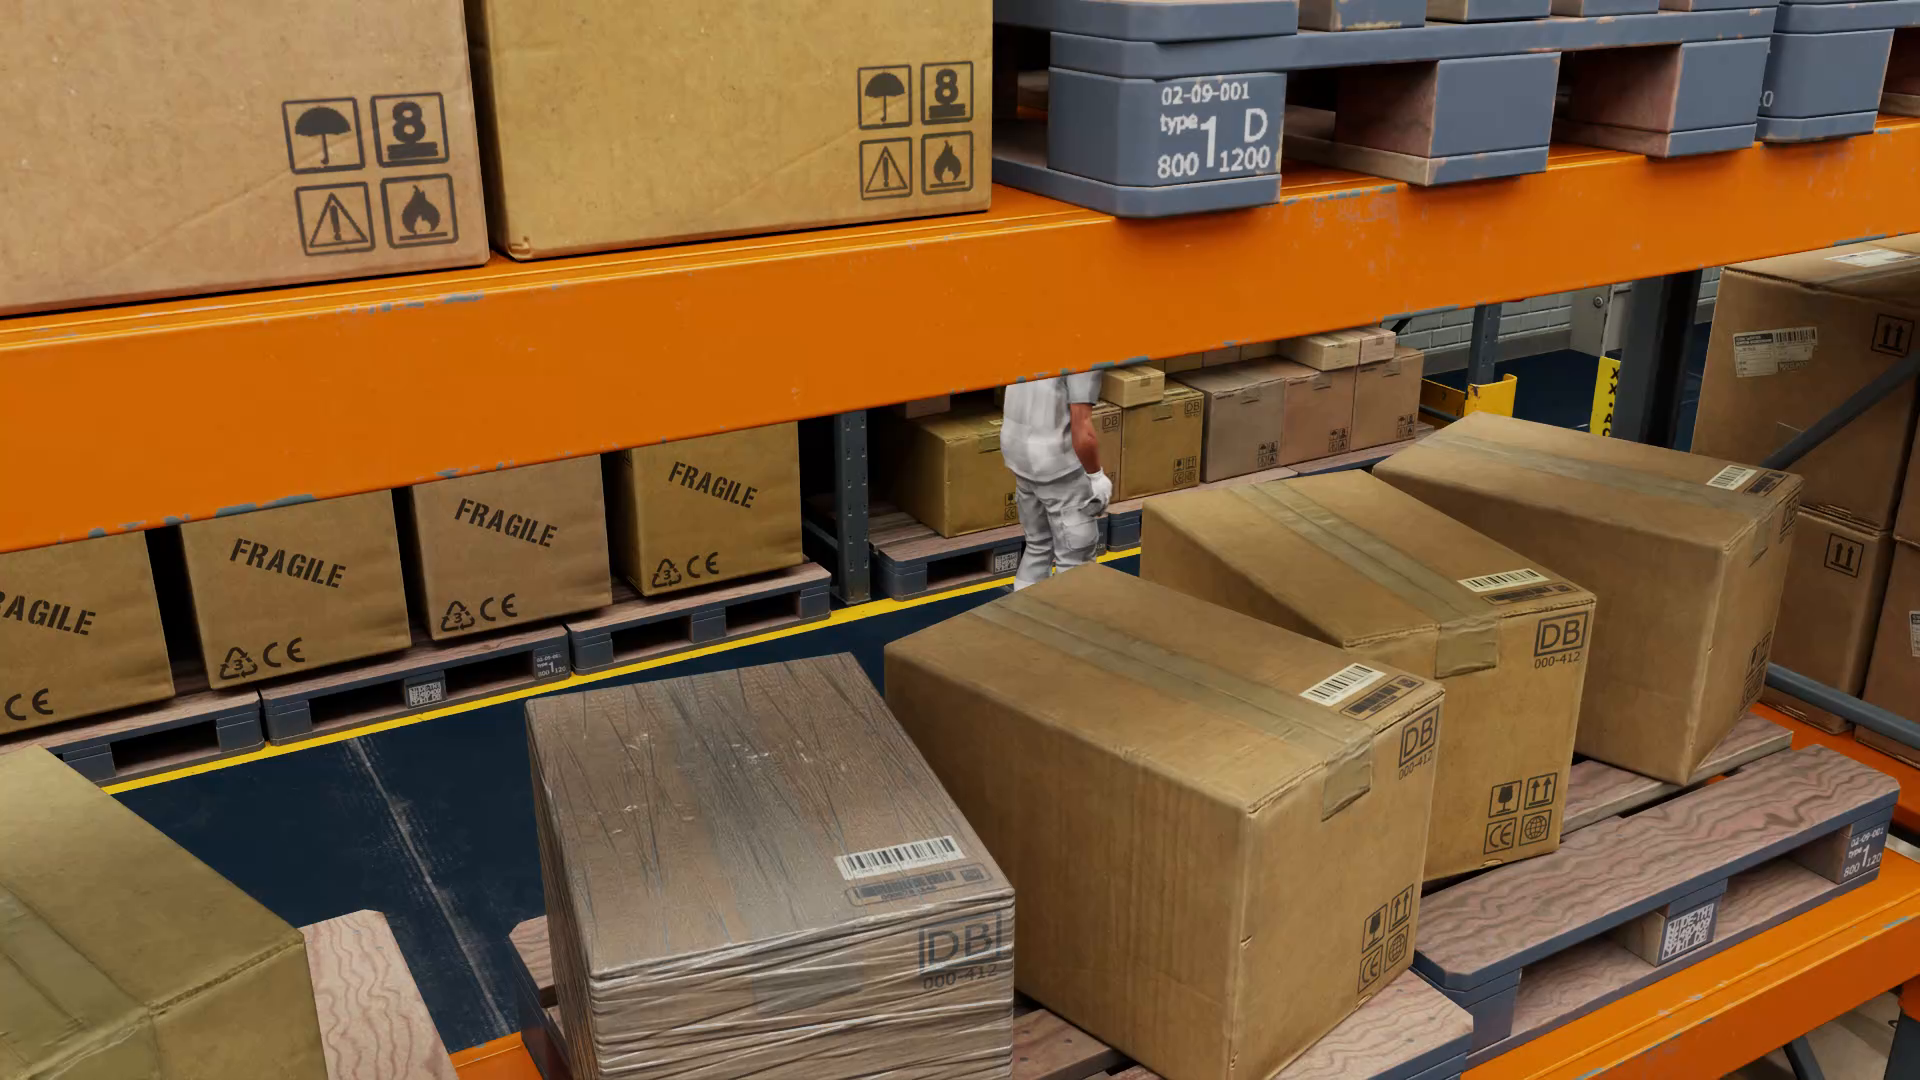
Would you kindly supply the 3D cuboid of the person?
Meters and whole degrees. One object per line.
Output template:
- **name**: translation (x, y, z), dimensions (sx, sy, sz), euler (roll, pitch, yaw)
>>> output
- **person**: translation (0.410, -0.305, 6.838), dimensions (0.450, 1.779, 0.608), euler (-12, 25, -28)
